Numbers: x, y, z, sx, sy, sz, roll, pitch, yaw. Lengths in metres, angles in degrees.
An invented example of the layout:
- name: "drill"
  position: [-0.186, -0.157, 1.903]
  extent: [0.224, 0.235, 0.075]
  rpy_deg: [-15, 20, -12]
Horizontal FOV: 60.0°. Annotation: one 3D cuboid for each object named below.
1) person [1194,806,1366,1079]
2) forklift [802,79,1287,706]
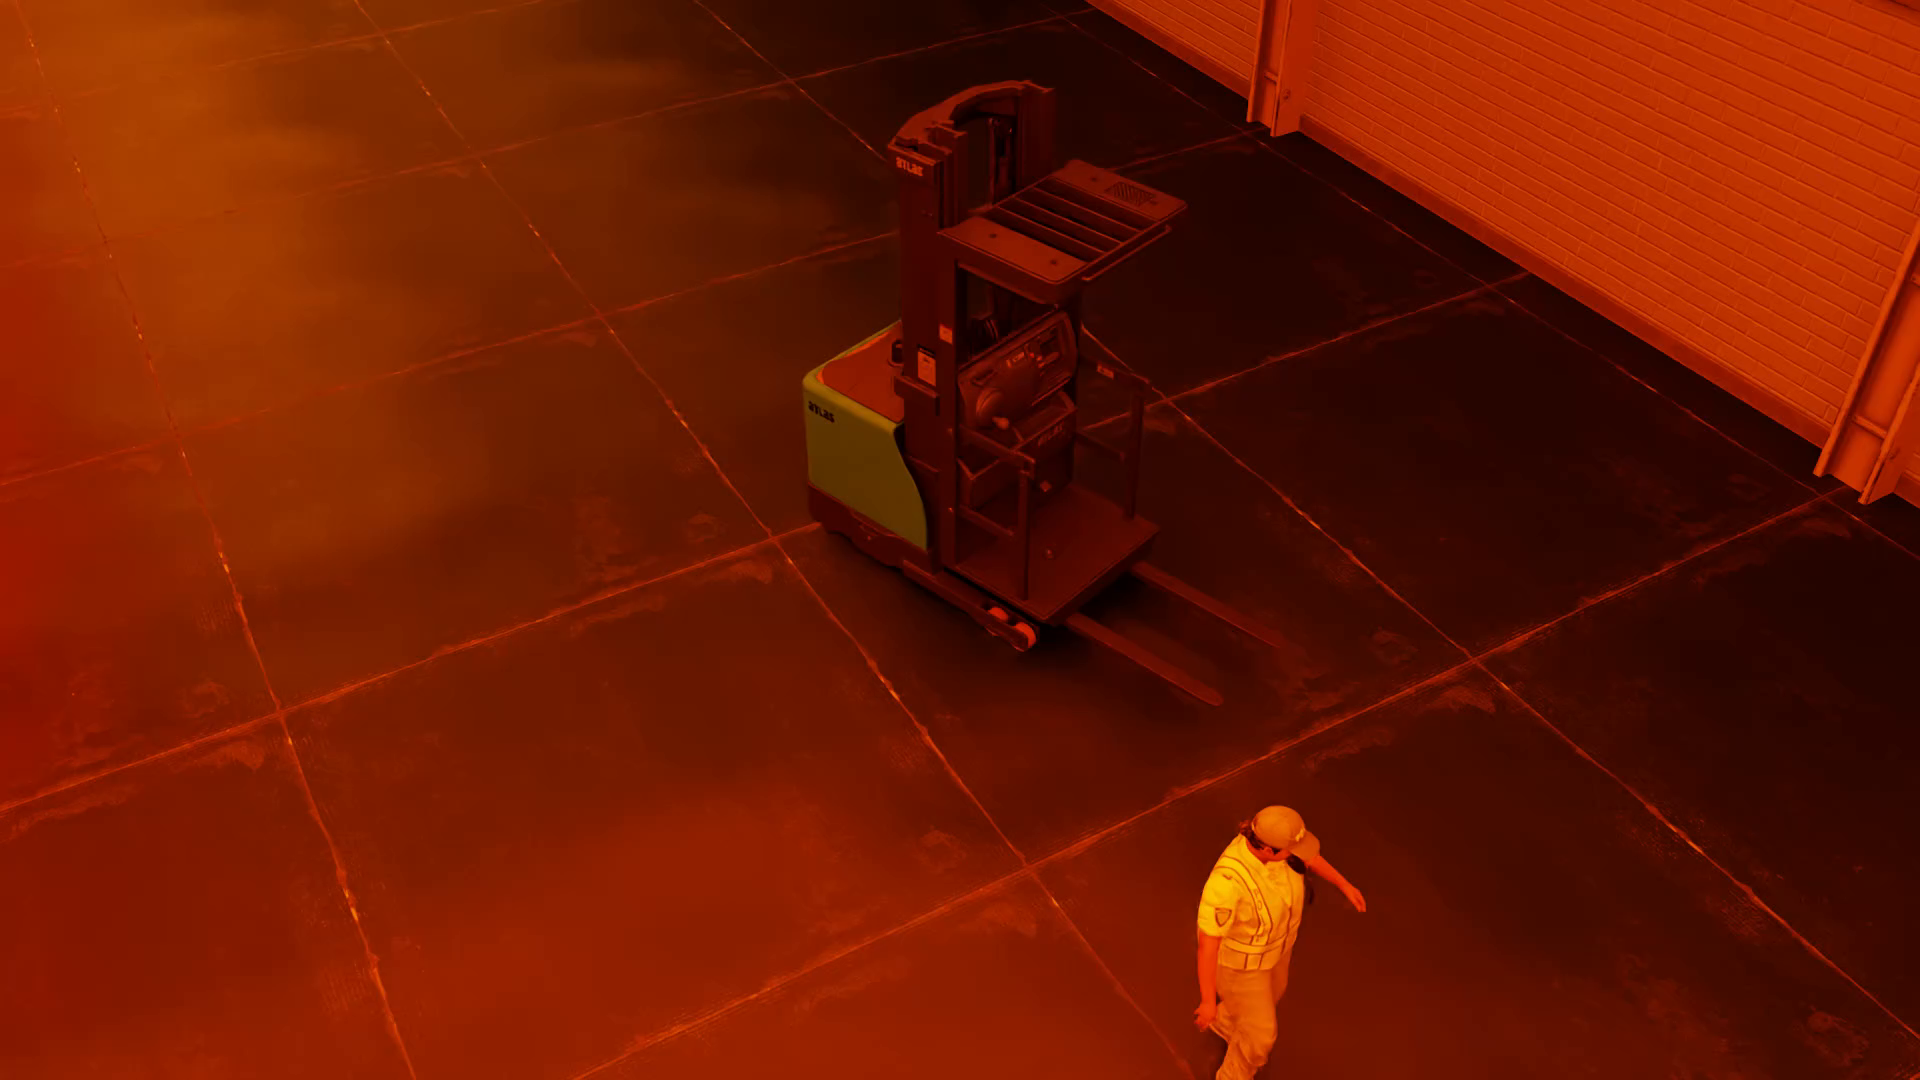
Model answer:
- name: "person"
  position: [1.261, 1.741, 6.998]
  extent: [0.516, 1.693, 0.880]
  rpy_deg: [32, 49, 32]
- name: "forklift"
  position: [0.480, -0.870, 9.085]
  extent: [3.031, 2.935, 1.130]
  rpy_deg: [30, 48, 31]
